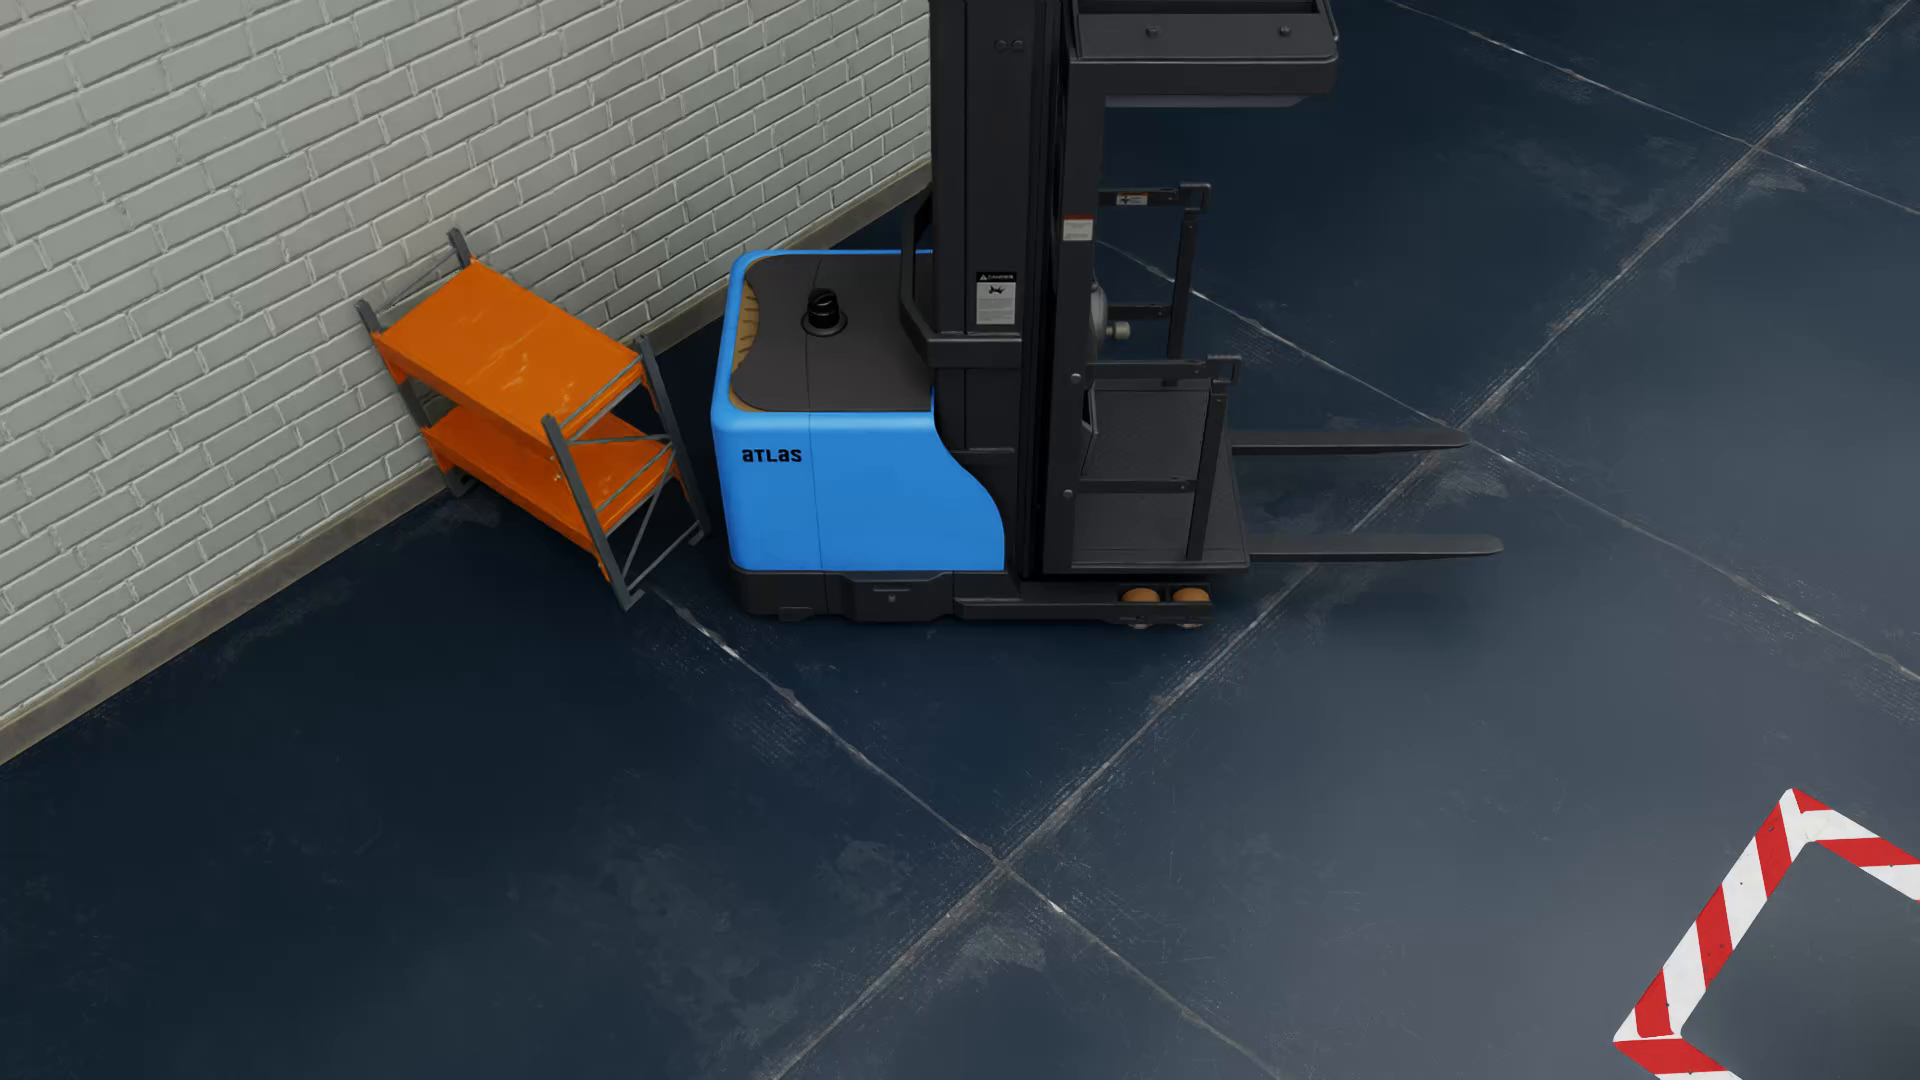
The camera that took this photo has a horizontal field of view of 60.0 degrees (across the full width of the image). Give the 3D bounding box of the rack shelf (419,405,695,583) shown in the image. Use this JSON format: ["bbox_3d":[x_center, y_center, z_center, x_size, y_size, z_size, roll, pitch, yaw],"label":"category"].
[{"bbox_3d":[-1.604,-0.309,6.659,1.000,0.278,0.538,30,61,25],"label":"rack shelf"}]

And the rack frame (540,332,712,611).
[{"bbox_3d":[-1.227,-0.228,6.248,0.032,1.125,0.500,30,61,25],"label":"rack frame"}]

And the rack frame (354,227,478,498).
[{"bbox_3d":[-2.023,-0.686,6.684,0.032,1.125,0.500,30,61,25],"label":"rack frame"}]

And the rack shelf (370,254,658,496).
[{"bbox_3d":[-1.651,-0.634,6.234,1.000,0.278,0.538,30,61,25],"label":"rack shelf"}]

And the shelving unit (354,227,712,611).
[{"bbox_3d":[-1.625,-0.457,6.466,1.048,1.125,0.538,30,61,25],"label":"shelving unit"}]

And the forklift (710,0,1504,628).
[{"bbox_3d":[0.618,-1.049,5.833,3.031,2.935,1.130,0,47,0],"label":"forklift"}]
